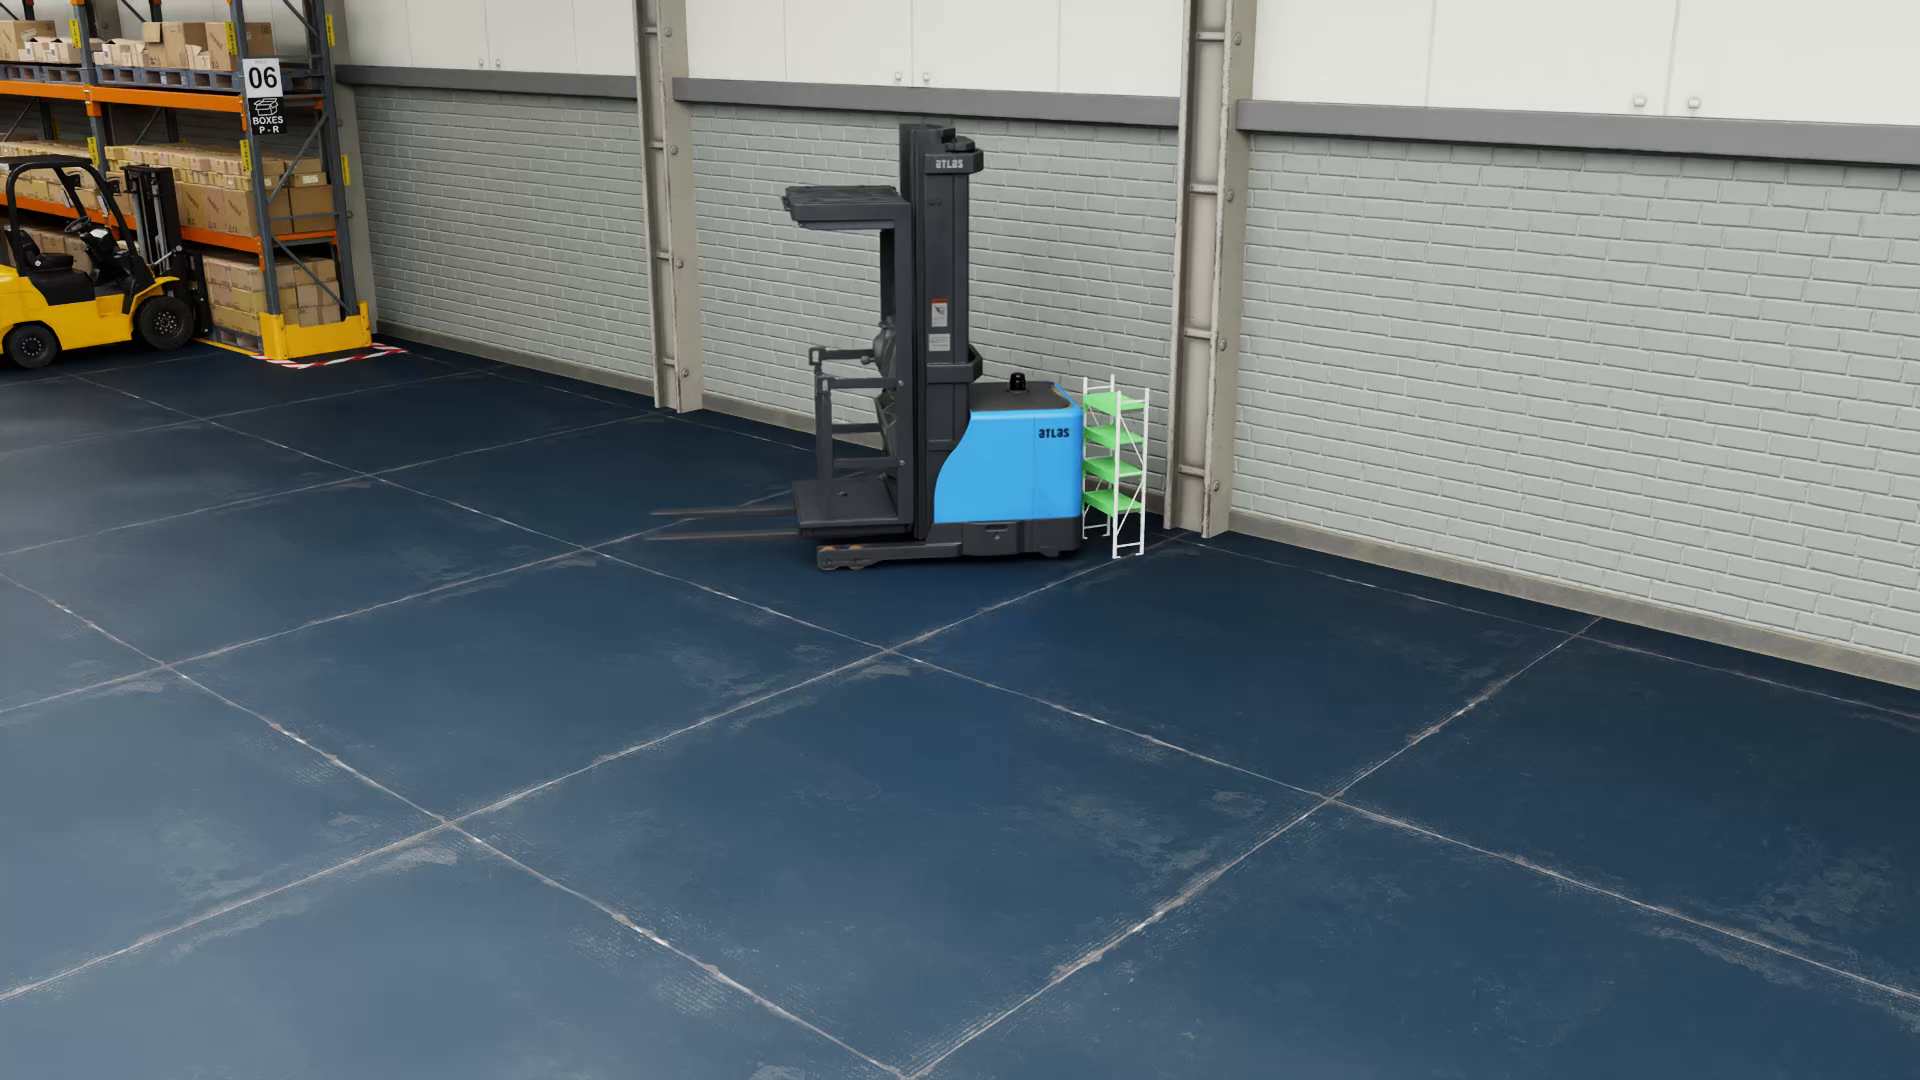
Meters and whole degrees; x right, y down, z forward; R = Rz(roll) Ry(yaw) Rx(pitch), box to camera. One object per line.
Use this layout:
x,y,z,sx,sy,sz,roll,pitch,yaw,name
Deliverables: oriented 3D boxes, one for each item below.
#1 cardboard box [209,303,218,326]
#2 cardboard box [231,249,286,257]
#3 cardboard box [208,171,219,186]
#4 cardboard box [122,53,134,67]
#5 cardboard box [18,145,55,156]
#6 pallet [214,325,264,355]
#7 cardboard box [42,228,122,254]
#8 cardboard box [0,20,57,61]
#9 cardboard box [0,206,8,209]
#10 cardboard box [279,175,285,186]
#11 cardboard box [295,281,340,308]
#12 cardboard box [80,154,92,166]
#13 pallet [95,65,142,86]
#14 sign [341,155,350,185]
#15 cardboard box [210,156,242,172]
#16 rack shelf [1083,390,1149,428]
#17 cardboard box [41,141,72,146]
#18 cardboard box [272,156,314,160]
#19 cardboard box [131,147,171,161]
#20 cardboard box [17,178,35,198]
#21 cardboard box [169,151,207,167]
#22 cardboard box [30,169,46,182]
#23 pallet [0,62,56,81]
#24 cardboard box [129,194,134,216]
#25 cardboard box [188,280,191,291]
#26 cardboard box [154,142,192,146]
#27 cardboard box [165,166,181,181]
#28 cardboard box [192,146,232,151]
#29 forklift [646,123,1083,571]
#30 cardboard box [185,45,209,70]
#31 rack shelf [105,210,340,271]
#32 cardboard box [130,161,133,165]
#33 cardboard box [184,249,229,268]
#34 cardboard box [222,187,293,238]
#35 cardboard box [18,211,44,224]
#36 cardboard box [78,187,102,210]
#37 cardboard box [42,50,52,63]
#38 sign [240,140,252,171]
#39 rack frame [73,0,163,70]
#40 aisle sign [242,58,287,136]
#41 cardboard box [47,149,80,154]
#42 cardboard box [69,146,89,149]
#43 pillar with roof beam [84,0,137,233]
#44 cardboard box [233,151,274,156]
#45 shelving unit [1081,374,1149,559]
-8.586,-2.698,19.507,0.500,0.250,0.500,15,23,40,cardboard box
-8.268,-3.289,19.716,0.500,0.250,0.500,15,23,39,cardboard box
-8.278,-4.107,18.858,0.250,0.149,0.380,15,23,39,cardboard box
-9.574,-5.629,19.488,0.250,0.149,0.380,16,24,41,cardboard box
-12.410,-5.222,22.368,0.250,0.149,0.380,15,23,40,cardboard box
-7.891,-2.397,19.314,1.213,0.211,1.003,15,23,39,pallet
-11.819,-3.863,22.557,0.625,0.625,0.875,14,22,37,cardboard box
-12.450,-6.634,22.072,0.500,0.500,0.700,14,23,38,cardboard box
-14.460,-4.928,25.048,0.250,0.149,0.380,15,23,40,cardboard box
-7.599,-4.100,18.835,0.250,0.149,0.380,15,23,39,cardboard box
-7.505,-2.851,19.161,0.500,0.250,0.500,16,23,40,cardboard box
-10.890,-4.808,21.064,0.250,0.149,0.380,15,23,38,cardboard box
-9.627,-5.607,20.007,1.213,0.211,1.003,15,23,39,pallet
-6.918,-4.156,18.687,0.005,0.325,0.100,15,23,39,sign
-8.254,-4.260,18.847,0.250,0.149,0.380,15,23,40,cardboard box
1.088,-0.922,11.657,0.258,0.148,0.480,-8,19,-23,rack shelf
-12.474,-5.432,23.032,0.250,0.149,0.380,15,23,39,cardboard box
-7.557,-4.263,18.858,0.250,0.149,0.380,16,24,41,cardboard box
-9.789,-4.671,20.142,0.250,0.149,0.380,14,23,38,cardboard box
-12.342,-4.768,22.425,0.500,0.250,0.500,14,22,38,cardboard box
-9.027,-4.465,19.494,0.250,0.149,0.380,15,23,39,cardboard box
-11.953,-4.903,22.025,0.500,0.250,0.500,15,23,40,cardboard box
-12.707,-6.411,22.709,1.003,0.211,1.213,16,24,42,pallet
-9.723,-4.183,20.169,0.500,0.500,0.500,16,23,40,cardboard box
-9.002,-3.040,19.756,0.500,0.250,0.500,15,23,39,cardboard box
-9.843,-4.888,20.824,0.250,0.149,0.380,15,23,39,cardboard box
-9.075,-4.303,19.474,0.250,0.149,0.380,14,23,38,cardboard box
-9.067,-4.685,20.186,0.250,0.149,0.380,15,23,38,cardboard box
-0.697,-1.353,11.528,3.031,2.935,1.130,-2,18,-8,forklift
-8.302,-5.344,18.394,0.258,0.266,0.396,15,23,39,cardboard box
-8.787,-3.640,19.812,4.000,0.370,1.077,15,23,39,rack shelf
-9.811,-4.520,20.159,0.250,0.149,0.380,15,23,39,cardboard box
-8.986,-3.273,19.665,0.500,0.250,0.500,14,23,38,cardboard box
-7.833,-3.669,18.547,0.500,0.500,0.500,14,23,38,cardboard box
-13.638,-4.740,24.455,0.250,0.149,0.380,16,24,41,cardboard box
-10.833,-4.355,21.124,0.500,0.250,0.500,16,23,40,cardboard box
-11.307,-6.095,20.954,0.250,0.149,0.380,15,23,39,cardboard box
-7.661,-4.126,17.849,0.005,0.325,0.100,15,23,39,sign
-10.283,-7.244,20.061,0.127,3.000,1.000,15,23,39,rack frame
-7.437,-4.741,17.794,0.004,0.787,0.394,15,23,39,aisle sign
-11.661,-5.010,21.701,0.250,0.149,0.380,15,23,40,cardboard box
-11.736,-5.221,22.367,0.250,0.149,0.380,16,24,41,cardboard box
-14.558,-7.015,19.341,0.400,9.000,9.100,15,23,39,pillar with roof beam
-8.300,-4.481,19.544,0.250,0.149,0.380,14,23,38,cardboard box
1.088,-0.525,11.783,0.258,1.200,0.503,-8,19,-23,shelving unit
